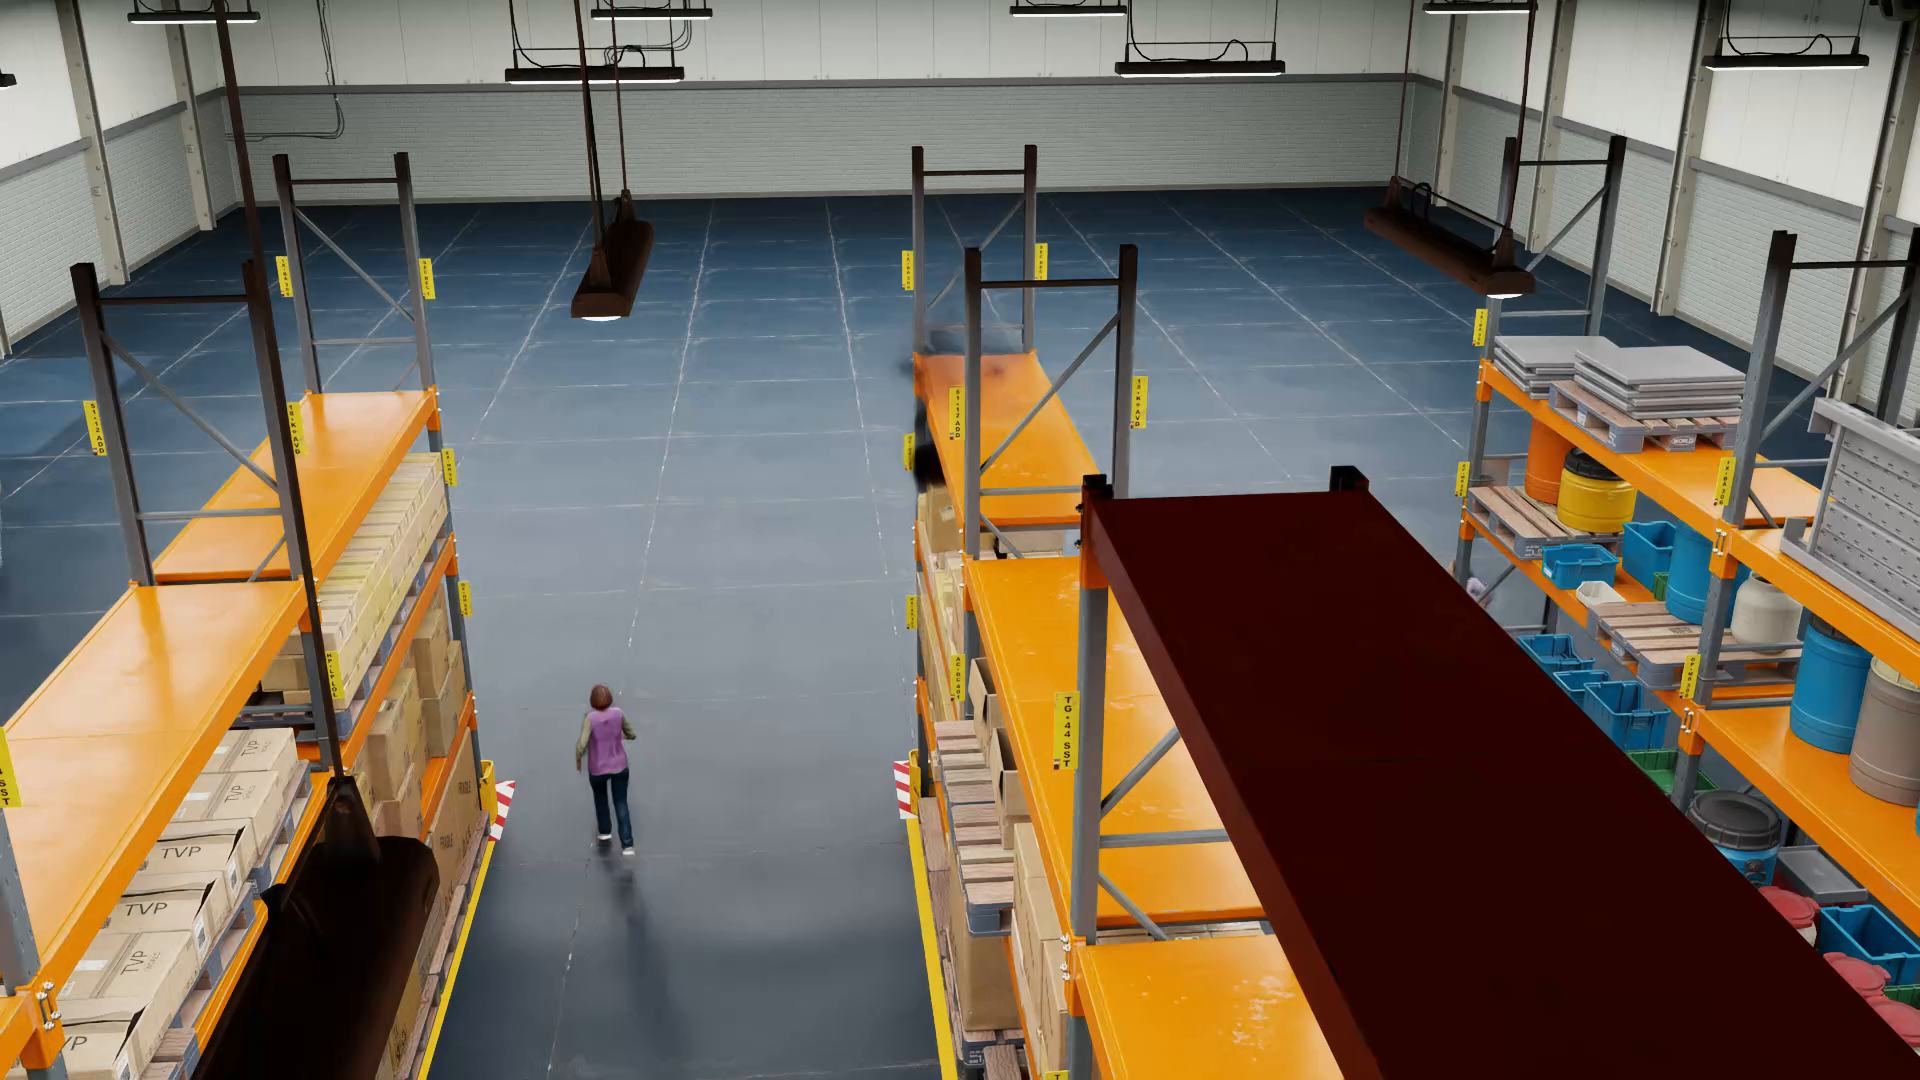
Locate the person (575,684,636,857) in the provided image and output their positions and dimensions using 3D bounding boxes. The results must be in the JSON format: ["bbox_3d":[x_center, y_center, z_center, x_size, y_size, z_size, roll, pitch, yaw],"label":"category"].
[{"bbox_3d":[-3.043,2.011,14.381,0.557,1.631,0.763,-8,23,-20],"label":"person"}]

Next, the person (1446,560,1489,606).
[{"bbox_3d":[5.111,1.005,16.930,0.699,1.692,0.613,10,24,25],"label":"person"}]
